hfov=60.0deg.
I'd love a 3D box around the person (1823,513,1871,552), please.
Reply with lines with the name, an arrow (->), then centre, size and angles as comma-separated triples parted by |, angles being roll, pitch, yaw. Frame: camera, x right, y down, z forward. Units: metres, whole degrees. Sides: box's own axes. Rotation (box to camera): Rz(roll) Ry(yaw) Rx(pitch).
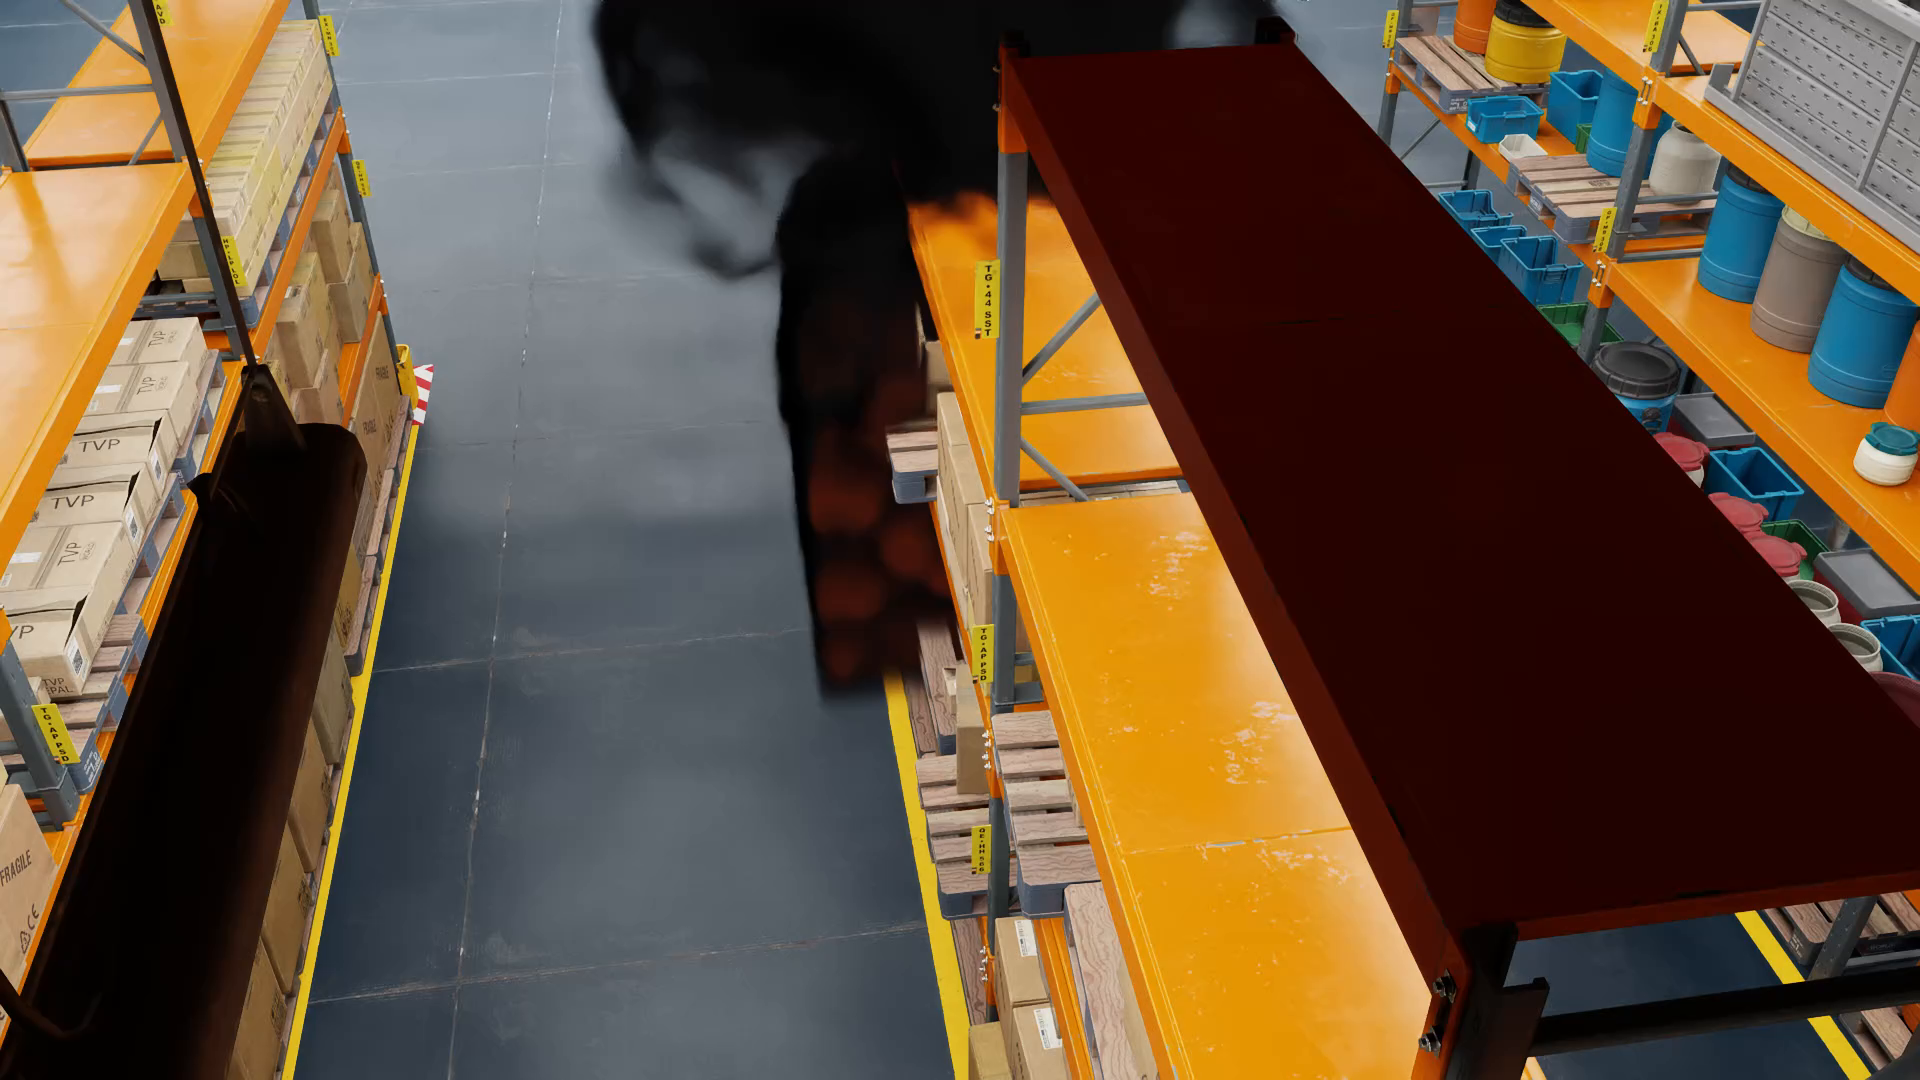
person -> 6.635, -0.381, 12.096 | 0.594, 1.803, 0.723 | -5, 37, -6
